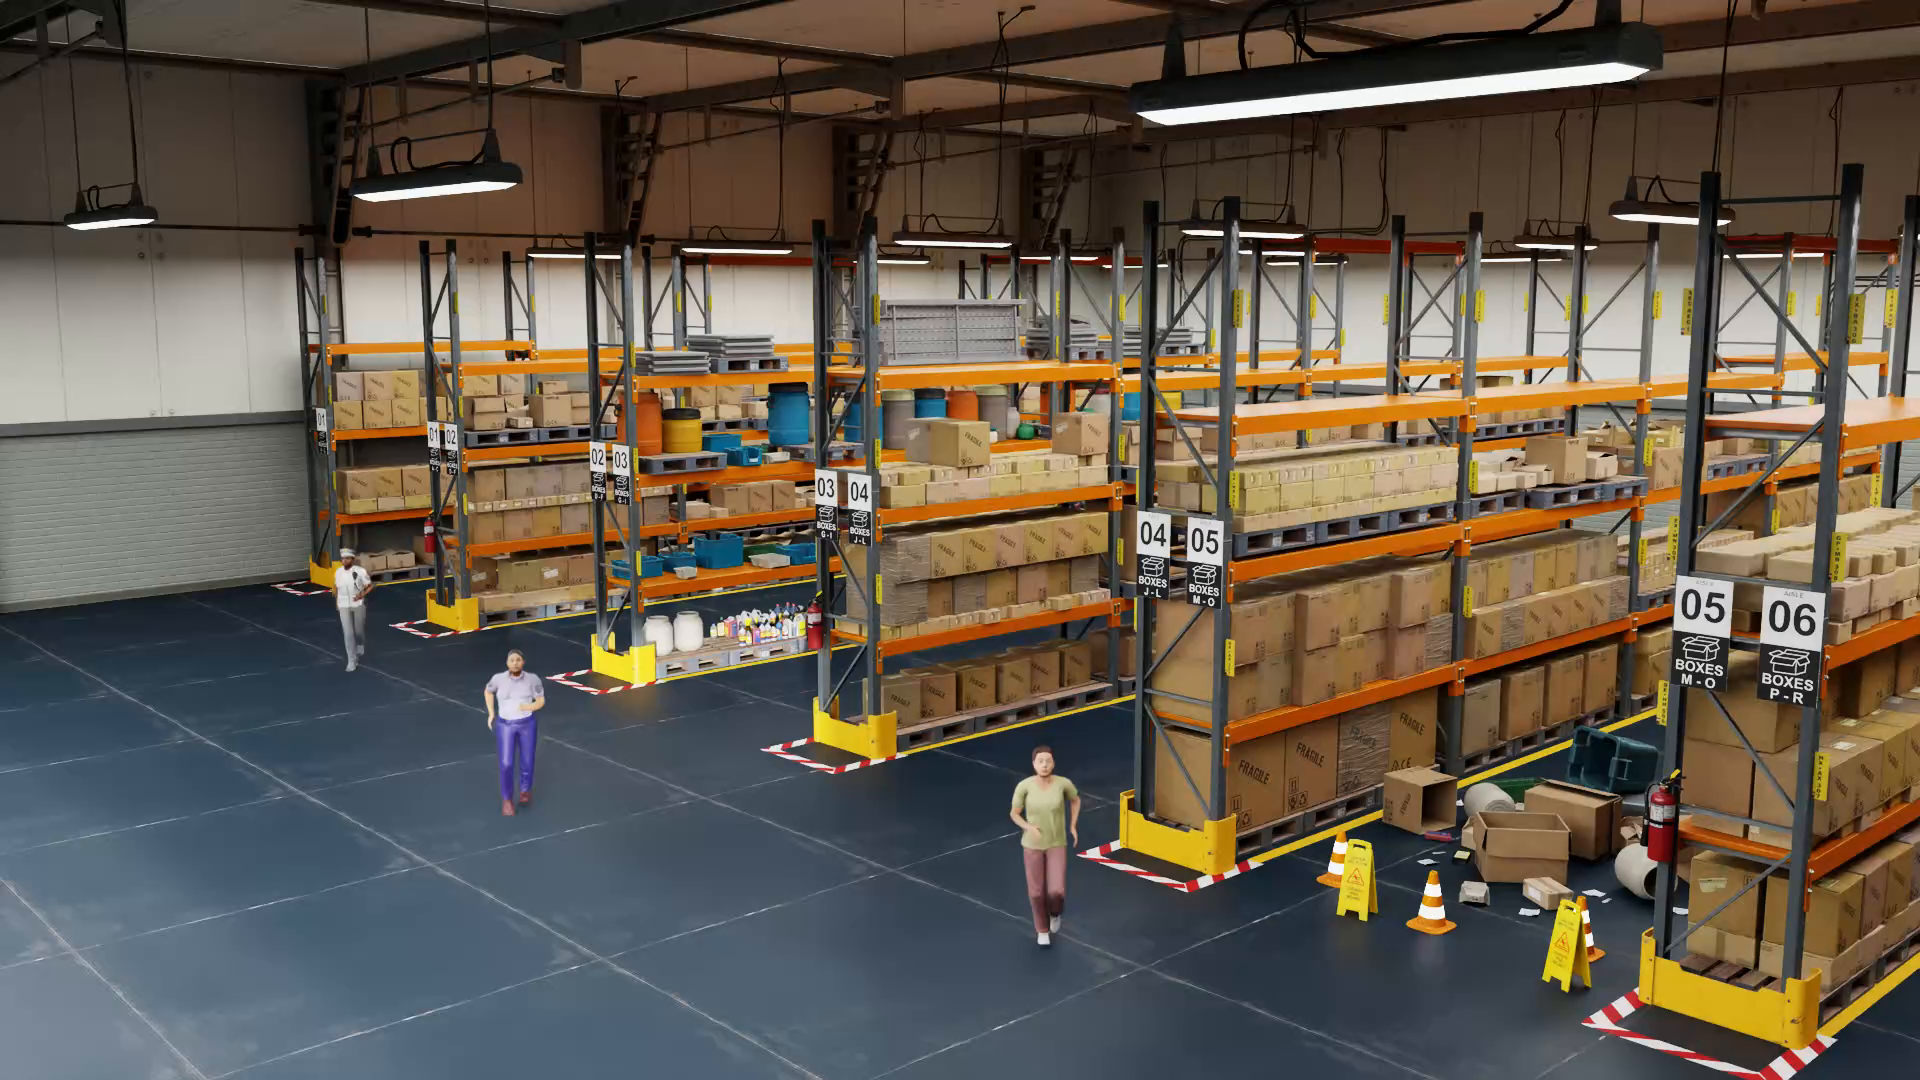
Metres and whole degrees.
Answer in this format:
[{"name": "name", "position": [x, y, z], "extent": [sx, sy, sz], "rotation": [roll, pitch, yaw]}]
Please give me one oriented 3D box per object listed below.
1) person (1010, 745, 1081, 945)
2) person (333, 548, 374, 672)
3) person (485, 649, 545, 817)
[{"name": "person", "position": [0.680, 2.439, 13.190], "extent": [0.567, 1.632, 0.540], "rotation": [0, 8, 2]}, {"name": "person", "position": [-8.496, 0.938, 23.294], "extent": [0.574, 1.702, 0.783], "rotation": [-1, 8, -8]}, {"name": "person", "position": [-4.451, 1.937, 16.695], "extent": [0.574, 1.681, 0.694], "rotation": [-3, 9, -18]}]
